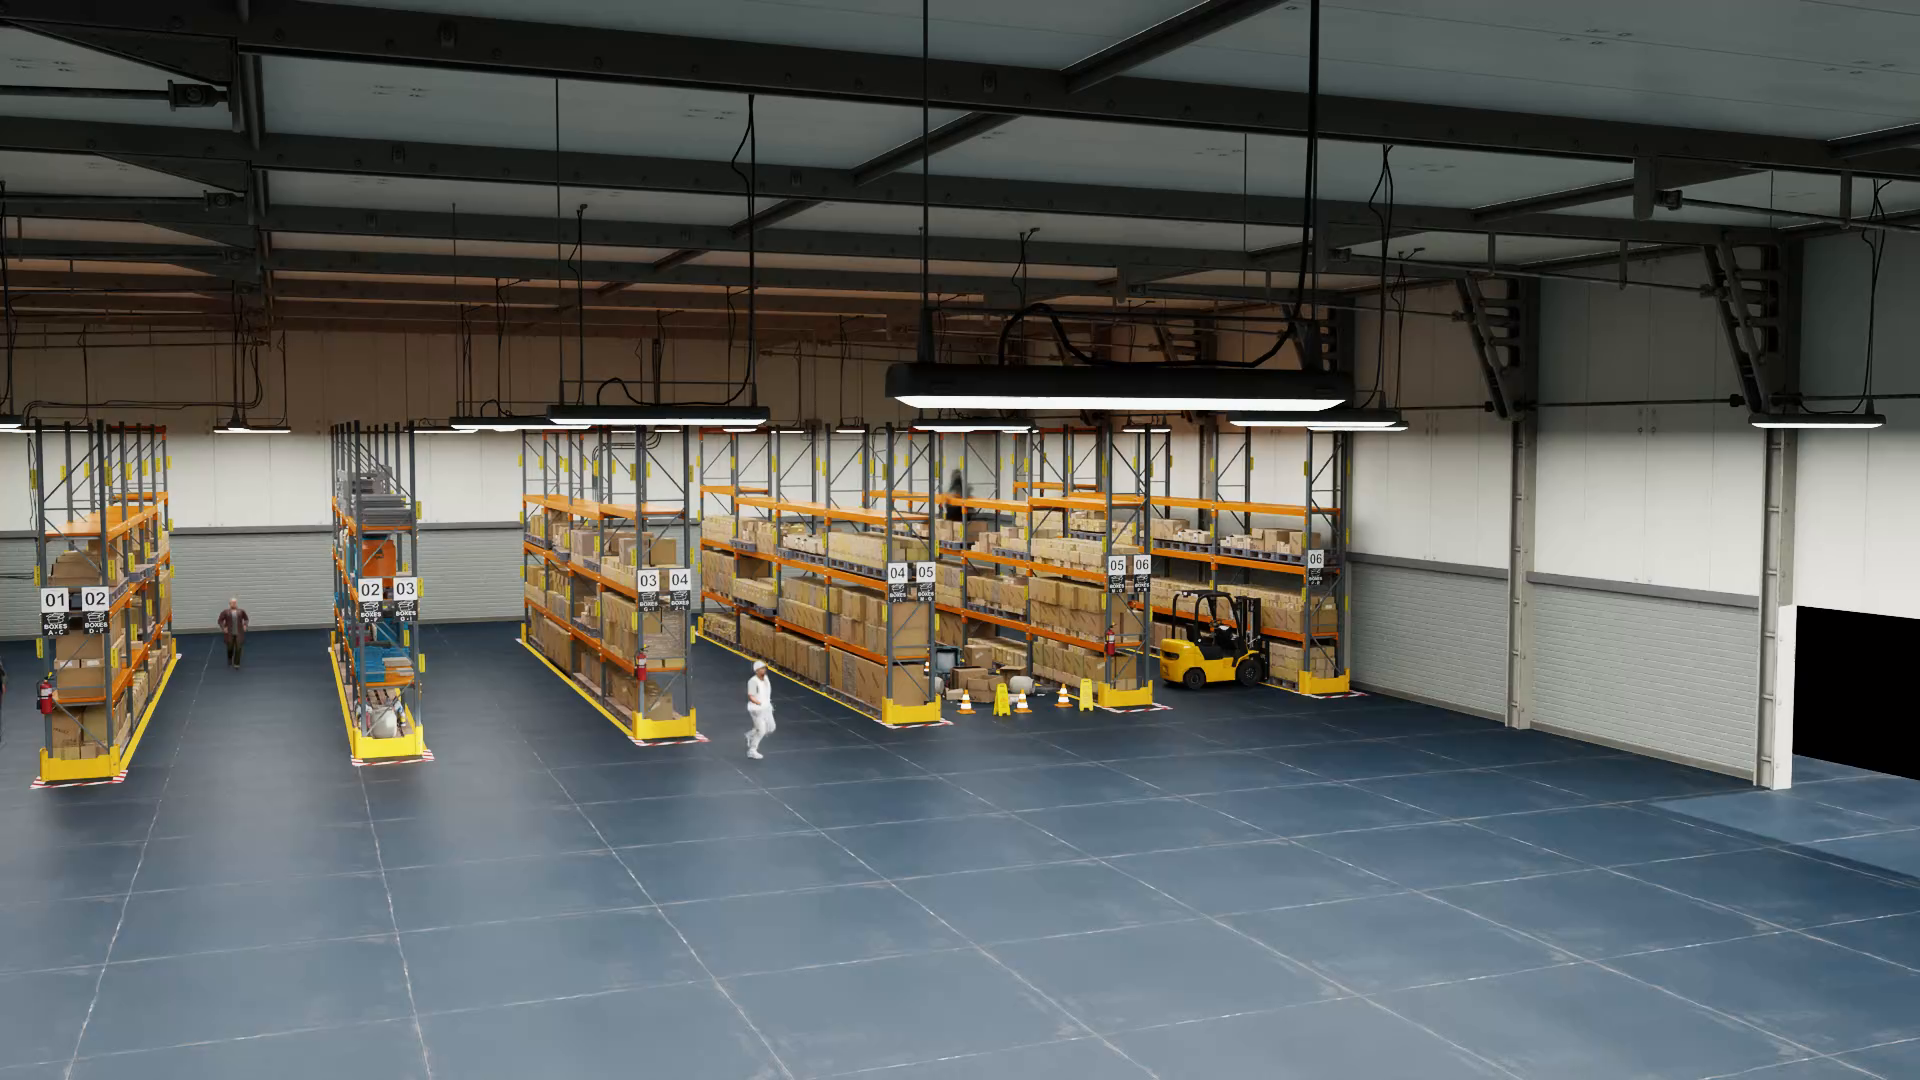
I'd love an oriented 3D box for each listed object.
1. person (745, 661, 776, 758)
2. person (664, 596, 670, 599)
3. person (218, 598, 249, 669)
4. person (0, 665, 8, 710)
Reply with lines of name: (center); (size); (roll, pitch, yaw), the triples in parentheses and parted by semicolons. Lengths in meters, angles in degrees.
person: (-3.553, 3.010, 29.614); (0.663, 1.740, 0.711); (1, 4, 21)
person: (-7.759, 2.022, 45.159); (0.641, 1.847, 0.797); (-1, 4, -15)
person: (-17.833, 2.301, 40.869); (0.708, 1.726, 0.663); (-2, 4, -29)
person: (-18.123, 2.930, 31.027); (0.672, 1.709, 0.900); (-3, 4, -36)
